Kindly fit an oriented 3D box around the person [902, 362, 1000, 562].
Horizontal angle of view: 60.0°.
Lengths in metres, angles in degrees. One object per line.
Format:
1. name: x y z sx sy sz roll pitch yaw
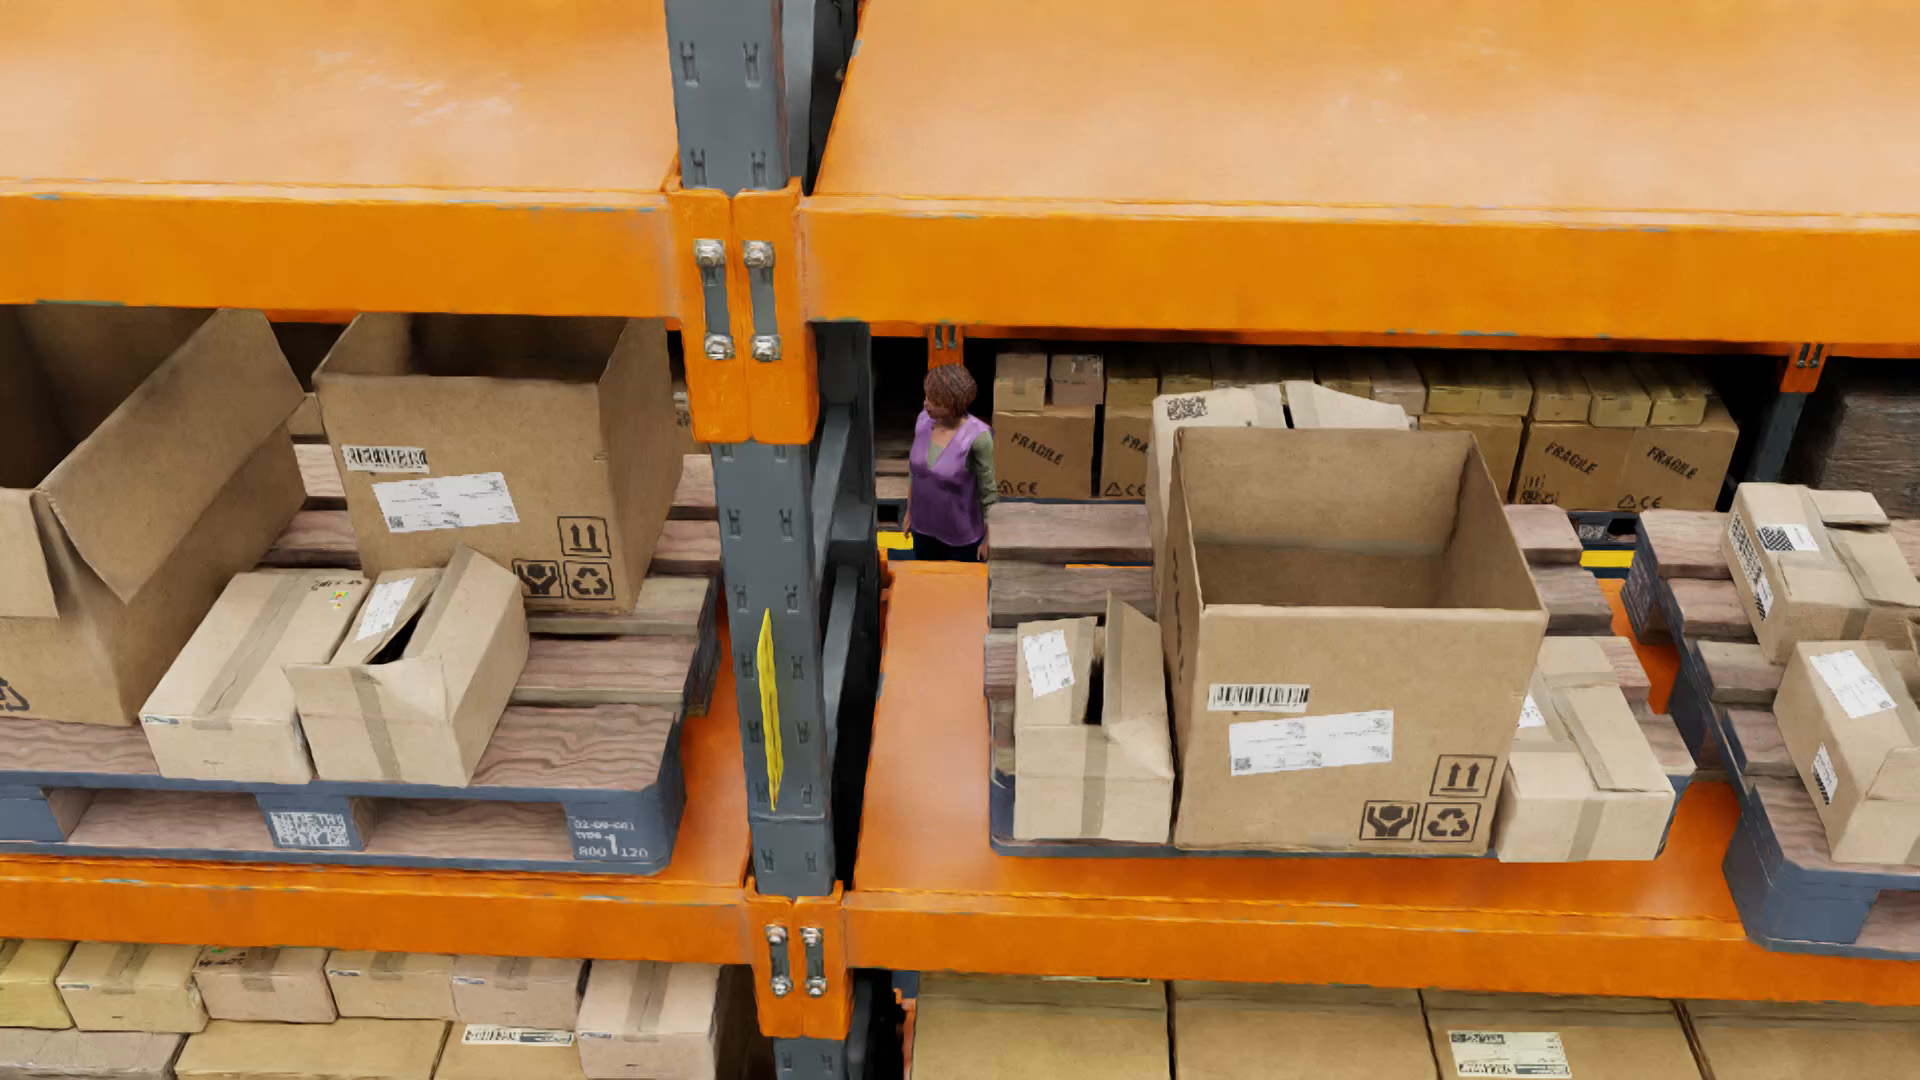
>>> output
1. person: -0.042 -0.056 7.168 0.465 1.599 0.326 20 41 26
